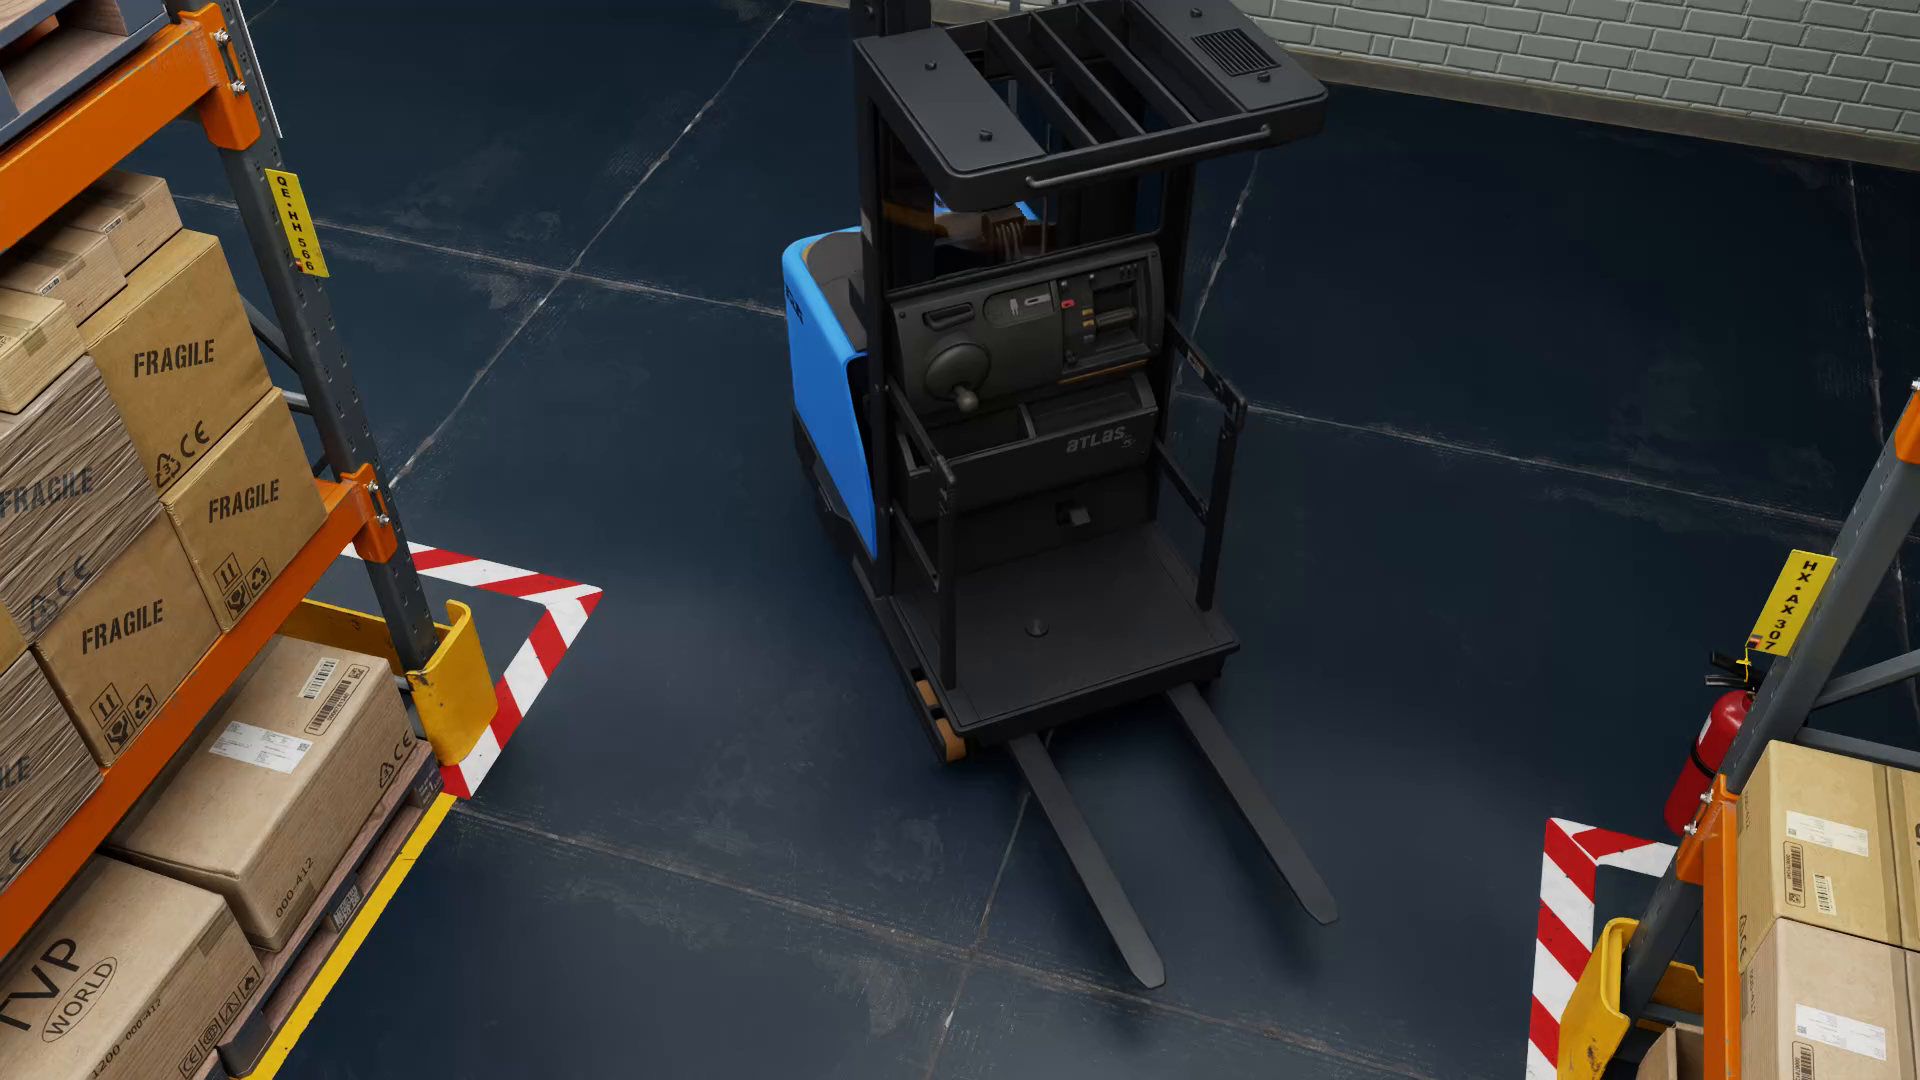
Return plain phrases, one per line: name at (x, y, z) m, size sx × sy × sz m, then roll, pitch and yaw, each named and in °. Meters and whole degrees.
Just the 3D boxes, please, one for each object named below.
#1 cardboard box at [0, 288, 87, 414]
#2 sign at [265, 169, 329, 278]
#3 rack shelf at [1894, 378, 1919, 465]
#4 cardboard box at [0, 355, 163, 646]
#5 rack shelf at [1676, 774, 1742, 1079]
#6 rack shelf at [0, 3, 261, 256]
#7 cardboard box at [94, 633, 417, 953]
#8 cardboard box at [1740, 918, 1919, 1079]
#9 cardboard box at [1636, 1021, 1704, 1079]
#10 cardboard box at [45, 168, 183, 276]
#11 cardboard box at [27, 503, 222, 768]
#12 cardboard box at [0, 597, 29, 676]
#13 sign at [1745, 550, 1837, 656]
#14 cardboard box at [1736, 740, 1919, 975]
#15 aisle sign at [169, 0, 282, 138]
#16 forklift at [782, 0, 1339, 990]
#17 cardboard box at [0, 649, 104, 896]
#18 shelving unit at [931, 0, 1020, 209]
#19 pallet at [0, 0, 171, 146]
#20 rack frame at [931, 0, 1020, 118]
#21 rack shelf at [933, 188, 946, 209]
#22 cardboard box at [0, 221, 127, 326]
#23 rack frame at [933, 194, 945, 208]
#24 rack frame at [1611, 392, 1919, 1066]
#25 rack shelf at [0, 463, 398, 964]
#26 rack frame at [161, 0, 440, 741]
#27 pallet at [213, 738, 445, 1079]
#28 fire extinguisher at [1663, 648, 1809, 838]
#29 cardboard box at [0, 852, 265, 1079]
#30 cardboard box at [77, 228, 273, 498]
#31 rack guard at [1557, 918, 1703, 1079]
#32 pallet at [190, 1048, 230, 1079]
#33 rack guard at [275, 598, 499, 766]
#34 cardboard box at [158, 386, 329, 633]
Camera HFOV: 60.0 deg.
cardboard box at (-2.268, -0.455, 3.820) m, size 0.380 × 0.149 × 0.250 m, roll 12°, pitch 46°, yaw 12°
sign at (-1.785, -0.850, 4.477) m, size 0.100 × 0.325 × 0.005 m, roll 13°, pitch 46°, yaw 13°
rack shelf at (1.828, 1.091, 1.860) m, size 1.077 × 0.370 × 4.000 m, roll 13°, pitch 46°, yaw 13°
cardboard box at (-2.348, -0.142, 3.964) m, size 0.500 × 0.500 × 0.500 m, roll 13°, pitch 46°, yaw 13°
rack shelf at (1.828, 2.164, 2.909) m, size 1.077 × 0.370 × 4.000 m, roll 13°, pitch 46°, yaw 13°
rack shelf at (-2.904, 0.043, 2.931) m, size 1.077 × 0.370 × 4.000 m, roll 13°, pitch 46°, yaw 13°
cardboard box at (-2.403, 0.751, 5.369) m, size 0.875 × 0.438 × 0.875 m, roll 11°, pitch 45°, yaw 11°
cardboard box at (1.887, 1.102, 3.374) m, size 0.500 × 0.250 × 0.500 m, roll 13°, pitch 46°, yaw 13°
cardboard box at (2.158, 1.703, 4.350) m, size 0.797 × 0.503 × 0.637 m, roll 11°, pitch 45°, yaw 11°
cardboard box at (-2.216, -0.819, 4.192) m, size 0.380 × 0.149 × 0.250 m, roll 13°, pitch 46°, yaw 13°
cardboard box at (-2.359, 0.198, 4.332) m, size 0.500 × 0.500 × 0.500 m, roll 12°, pitch 46°, yaw 12°
cardboard box at (-2.501, 0.187, 3.628) m, size 0.500 × 0.500 × 0.500 m, roll 12°, pitch 46°, yaw 12°
sign at (1.916, 0.149, 3.834) m, size 0.100 × 0.325 × 0.005 m, roll 13°, pitch 46°, yaw 13°
cardboard box at (2.039, 0.766, 3.717) m, size 0.500 × 0.250 × 0.500 m, roll 13°, pitch 46°, yaw 13°
aisle sign at (-1.981, -1.387, 4.164) m, size 0.394 × 0.787 × 0.004 m, roll 13°, pitch 46°, yaw 13°
forklift at (0.318, -0.595, 5.262) m, size 1.130 × 2.935 × 3.031 m, roll -16°, pitch 47°, yaw -15°
cardboard box at (-2.505, 0.543, 3.979) m, size 0.500 × 0.500 × 0.500 m, roll 14°, pitch 46°, yaw 14°
shelving unit at (-0.073, -1.569, 7.281) m, size 0.538 × 1.500 × 1.048 m, roll 7°, pitch 45°, yaw 7°
pallet at (-2.513, -1.019, 3.566) m, size 1.003 × 0.211 × 1.213 m, roll 13°, pitch 46°, yaw 13°
rack frame at (0.011, -1.920, 7.640) m, size 0.500 × 1.500 × 0.032 m, roll 7°, pitch 45°, yaw 7°
rack shelf at (-0.073, -1.441, 7.407) m, size 0.538 × 0.185 × 1.000 m, roll 7°, pitch 45°, yaw 7°
cardboard box at (-2.270, -0.645, 4.014) m, size 0.380 × 0.149 × 0.250 m, roll 13°, pitch 46°, yaw 13°
rack frame at (-0.156, -1.218, 6.923) m, size 0.500 × 1.500 × 0.032 m, roll 7°, pitch 45°, yaw 7°
rack frame at (2.433, 0.573, 4.019) m, size 1.000 × 3.000 × 0.127 m, roll 13°, pitch 46°, yaw 13°
rack shelf at (-2.904, 1.115, 3.981) m, size 1.077 × 0.370 × 4.000 m, roll 13°, pitch 46°, yaw 13°
rack frame at (-2.298, -0.476, 5.091) m, size 1.000 × 3.000 × 0.127 m, roll 13°, pitch 46°, yaw 13°
pallet at (-2.466, 1.071, 5.505) m, size 1.003 × 0.211 × 1.213 m, roll 13°, pitch 46°, yaw 13°
fire extinguisher at (2.037, 0.538, 4.377) m, size 0.296 × 0.674 × 0.183 m, roll 13°, pitch 46°, yaw 13°
cardboard box at (-2.672, 1.363, 4.744) m, size 0.875 × 0.438 × 0.875 m, roll 14°, pitch 46°, yaw 14°
cardboard box at (-2.217, -0.497, 4.327) m, size 0.500 × 0.500 × 0.500 m, roll 14°, pitch 46°, yaw 14°
rack guard at (2.410, 1.517, 4.842) m, size 1.175 × 0.500 × 0.348 m, roll 13°, pitch 46°, yaw 13°
pallet at (-2.837, 1.881, 4.677) m, size 1.003 × 0.211 × 1.213 m, roll 13°, pitch 46°, yaw 12°
rack guard at (-2.291, 0.402, 5.982) m, size 1.175 × 0.500 × 0.348 m, roll 13°, pitch 46°, yaw 13°
cardboard box at (-2.192, -0.134, 4.670) m, size 0.500 × 0.500 × 0.500 m, roll 13°, pitch 46°, yaw 13°
